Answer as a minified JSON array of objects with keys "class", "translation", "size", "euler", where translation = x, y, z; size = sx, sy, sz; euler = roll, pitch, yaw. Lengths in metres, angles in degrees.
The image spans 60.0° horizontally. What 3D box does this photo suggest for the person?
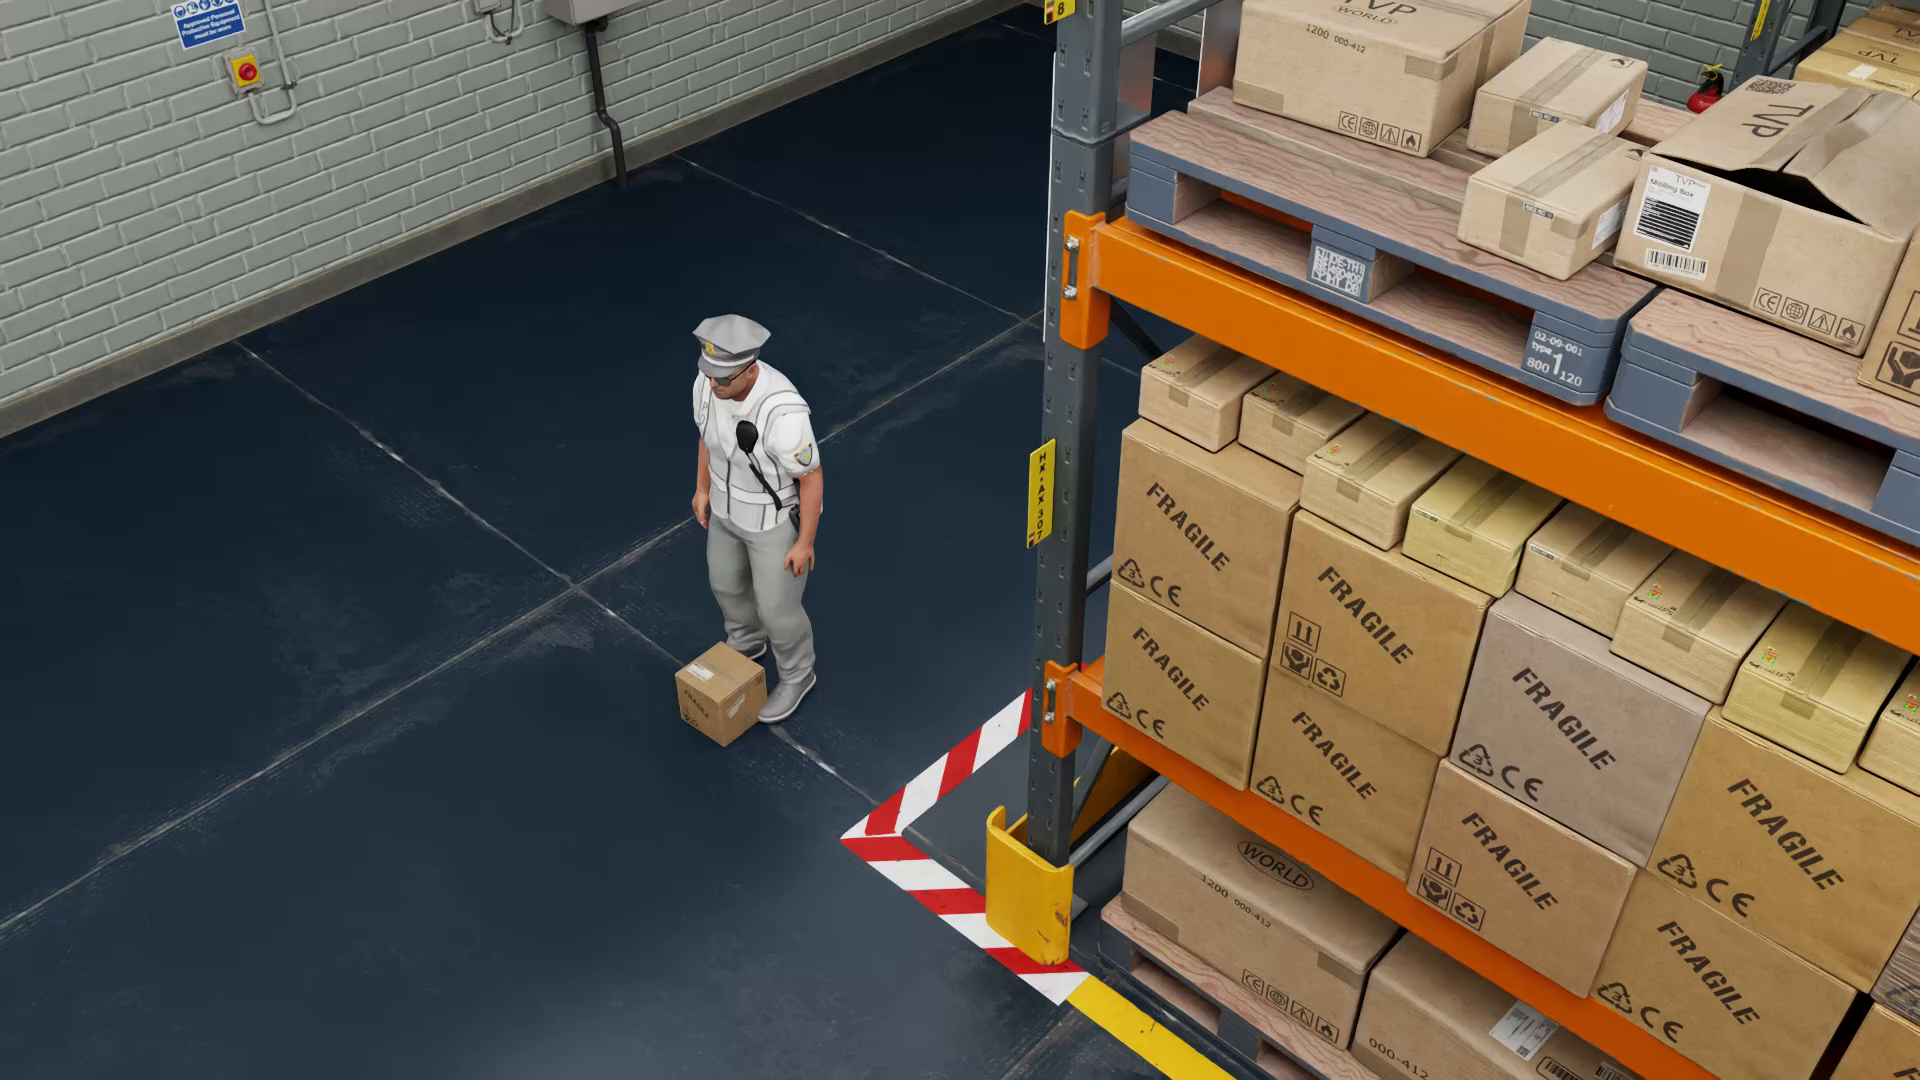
[{"class":"person","translation":[-0.761,-0.104,6.278],"size":[0.604,1.746,0.442],"euler":[27,46,29]}]
